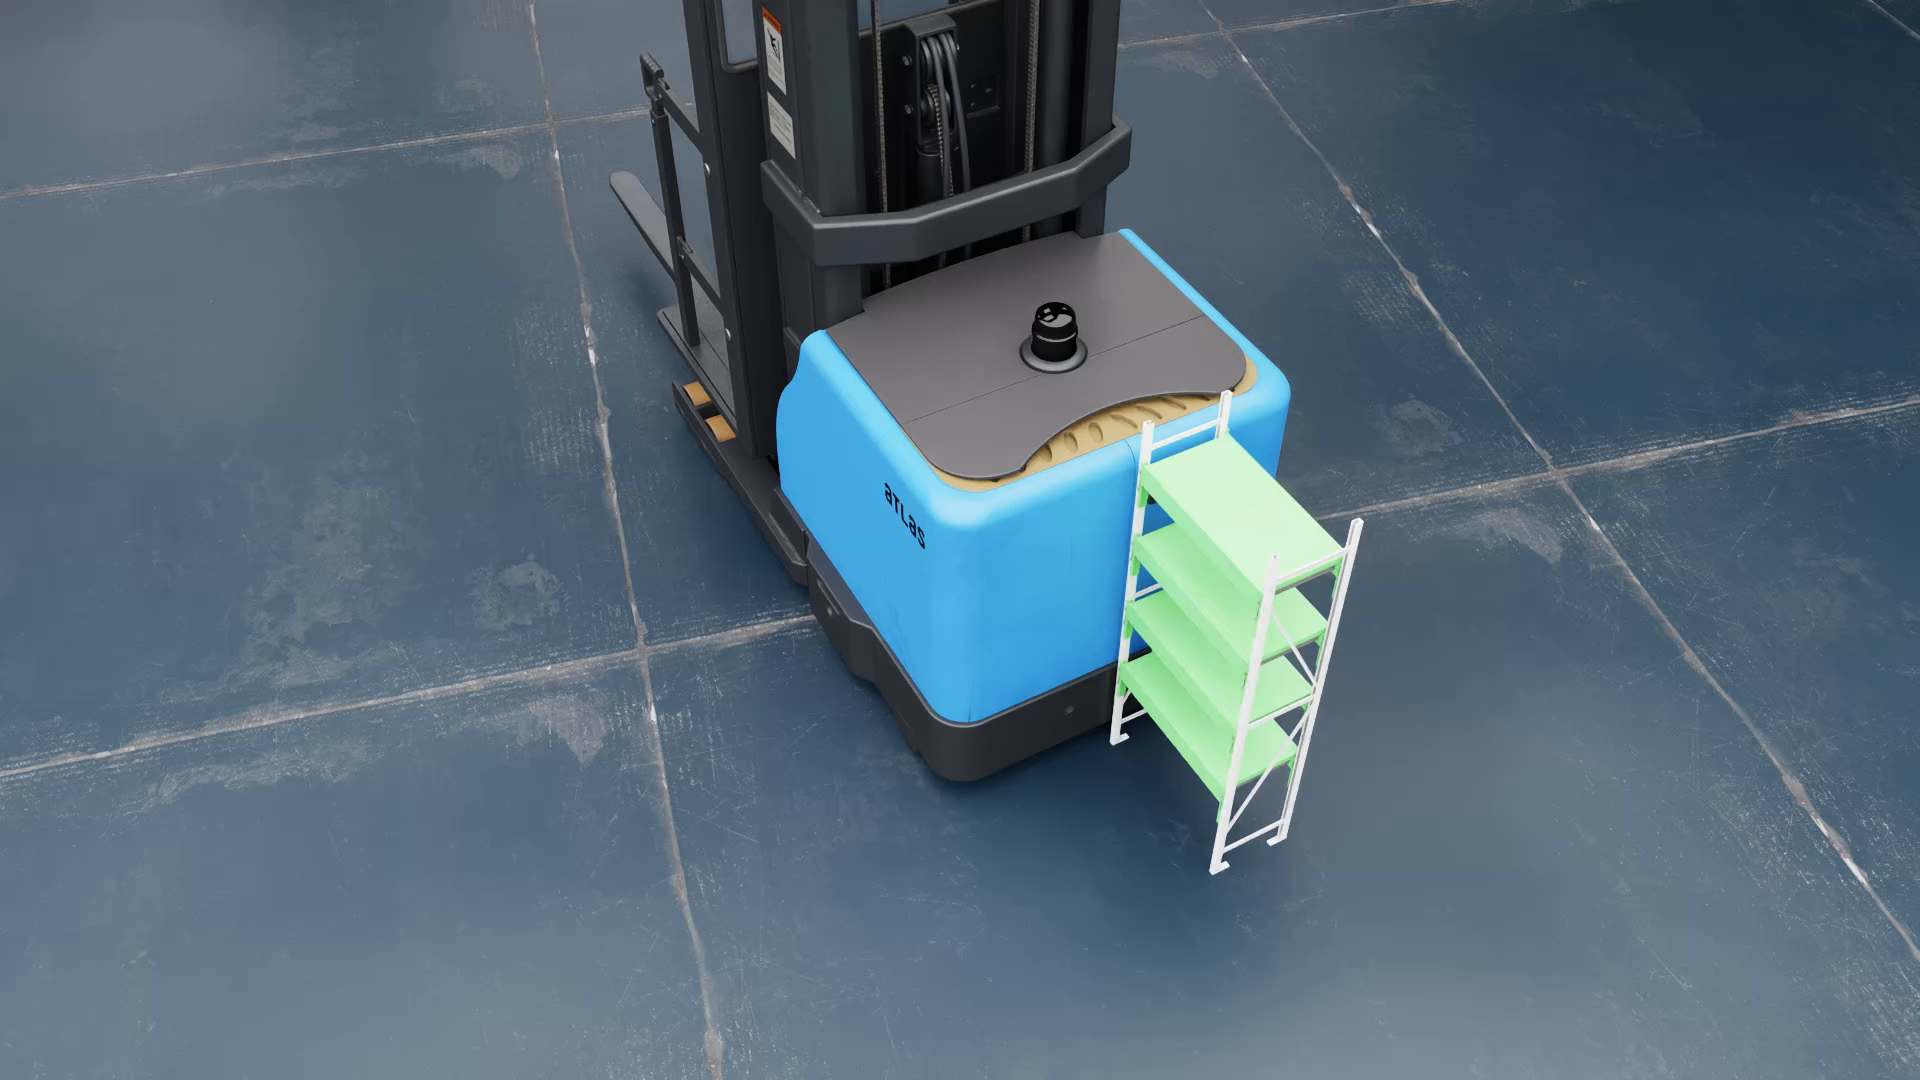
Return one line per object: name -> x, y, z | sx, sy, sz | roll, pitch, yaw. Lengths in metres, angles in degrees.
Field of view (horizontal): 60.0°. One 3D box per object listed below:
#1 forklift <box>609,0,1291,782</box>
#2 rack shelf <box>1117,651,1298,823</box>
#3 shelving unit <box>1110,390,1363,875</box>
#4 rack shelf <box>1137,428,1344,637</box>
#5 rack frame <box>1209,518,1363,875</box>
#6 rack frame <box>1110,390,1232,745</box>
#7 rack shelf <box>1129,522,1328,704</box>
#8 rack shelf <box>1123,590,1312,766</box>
forklift -> -0.304, -1.420, 4.590 | 1.130, 2.935, 3.031 | -21, 49, -20
rack shelf -> 0.649, 0.478, 4.367 | 0.258, 0.148, 0.480 | -22, 49, -20
shelving unit -> 0.649, 0.265, 4.150 | 0.258, 1.200, 0.503 | -22, 49, -20
rack shelf -> 0.649, -0.026, 3.853 | 0.258, 0.148, 0.480 | -22, 49, -20
rack frame -> 0.767, 0.418, 4.001 | 0.240, 1.200, 0.015 | -22, 49, -20
rack frame -> 0.531, 0.112, 4.300 | 0.240, 1.200, 0.015 | -22, 49, -20
rack shelf -> 0.649, 0.142, 4.024 | 0.258, 0.148, 0.480 | -22, 49, -20
rack shelf -> 0.649, 0.310, 4.196 | 0.258, 0.148, 0.480 | -22, 49, -20
